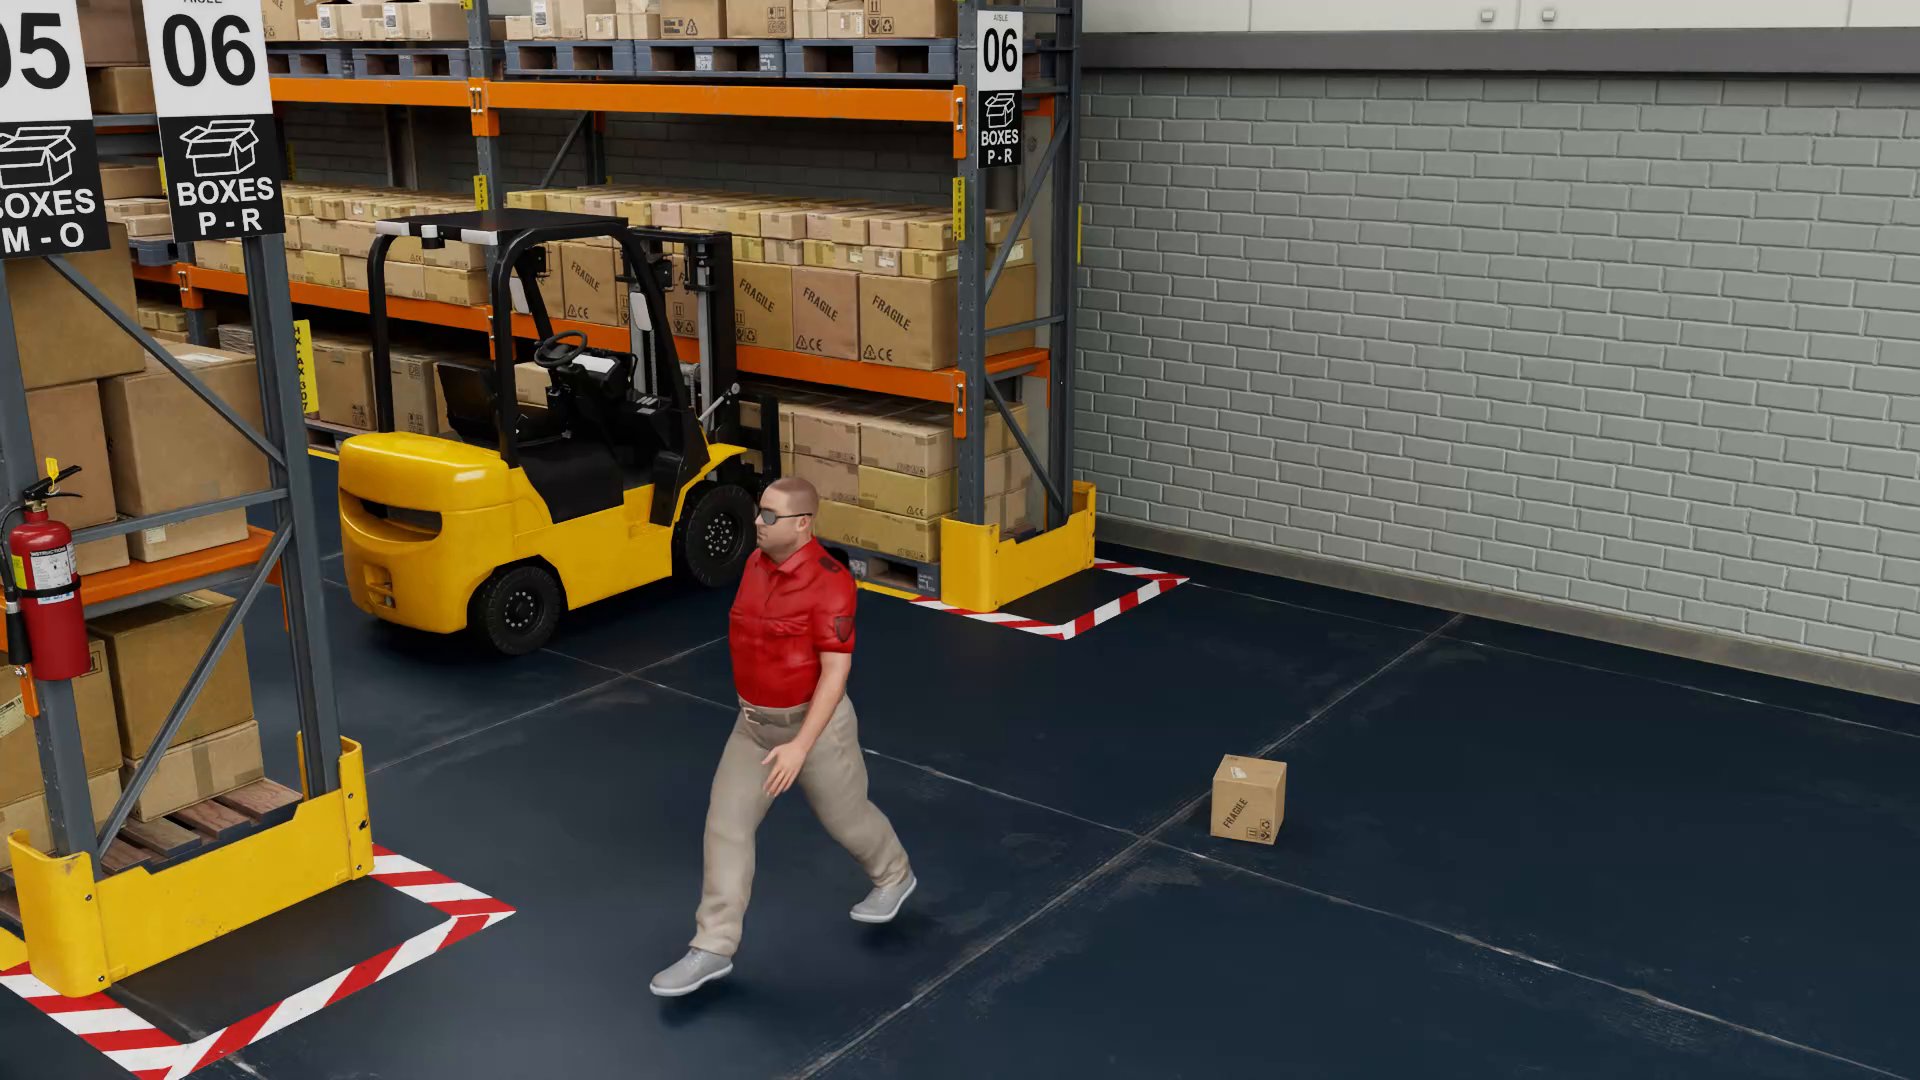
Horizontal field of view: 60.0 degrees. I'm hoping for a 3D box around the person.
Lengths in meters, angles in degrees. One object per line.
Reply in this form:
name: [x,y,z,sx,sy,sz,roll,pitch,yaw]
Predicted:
person: [-0.576,0.615,5.469,0.545,1.666,1.059,13,21,38]
